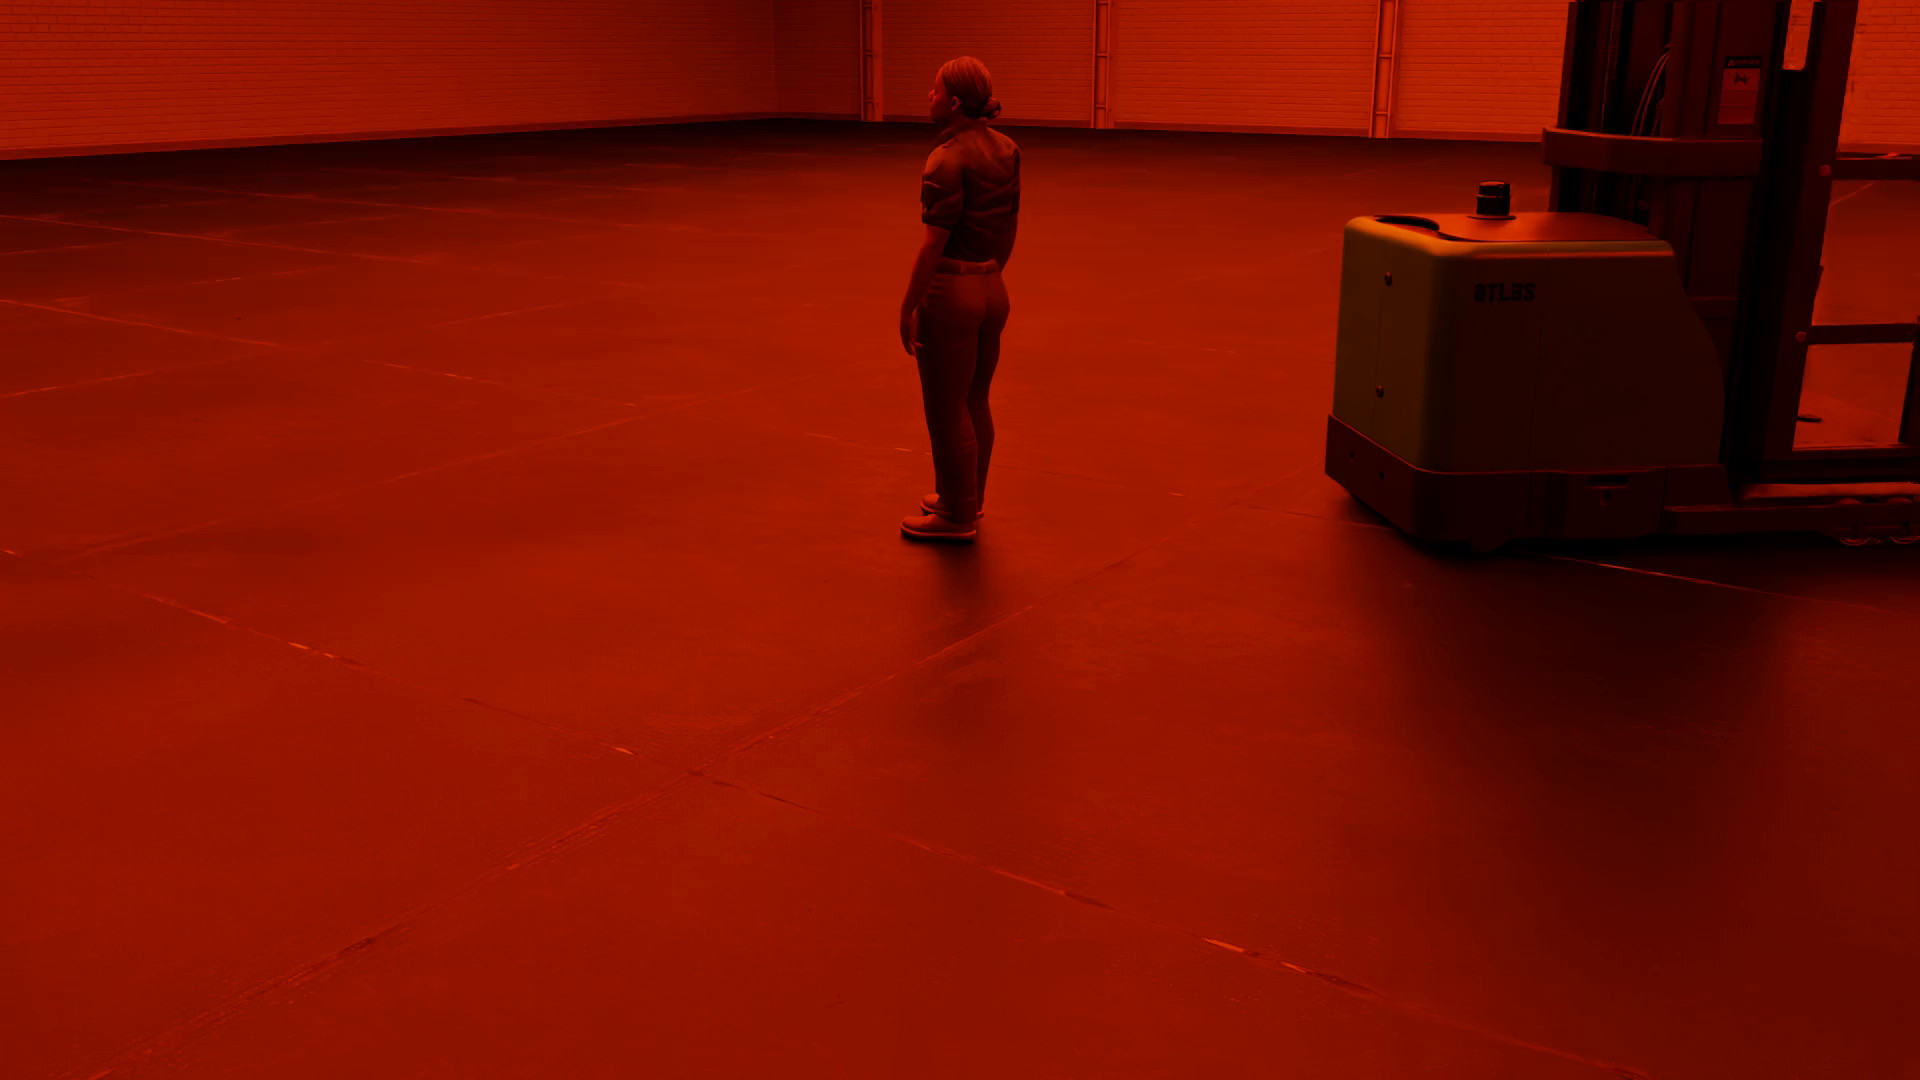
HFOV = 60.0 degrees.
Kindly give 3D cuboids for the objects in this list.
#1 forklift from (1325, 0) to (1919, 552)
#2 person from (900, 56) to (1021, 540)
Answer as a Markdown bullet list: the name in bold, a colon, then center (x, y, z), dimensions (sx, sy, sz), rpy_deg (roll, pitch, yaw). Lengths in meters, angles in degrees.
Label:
- **forklift**: center (3.000, -1.530, 5.950), dimensions (3.031, 2.935, 1.130), rpy_deg (-2, 17, -7)
- **person**: center (-0.061, -0.818, 5.772), dimensions (0.503, 1.656, 0.570), rpy_deg (11, 20, 33)
